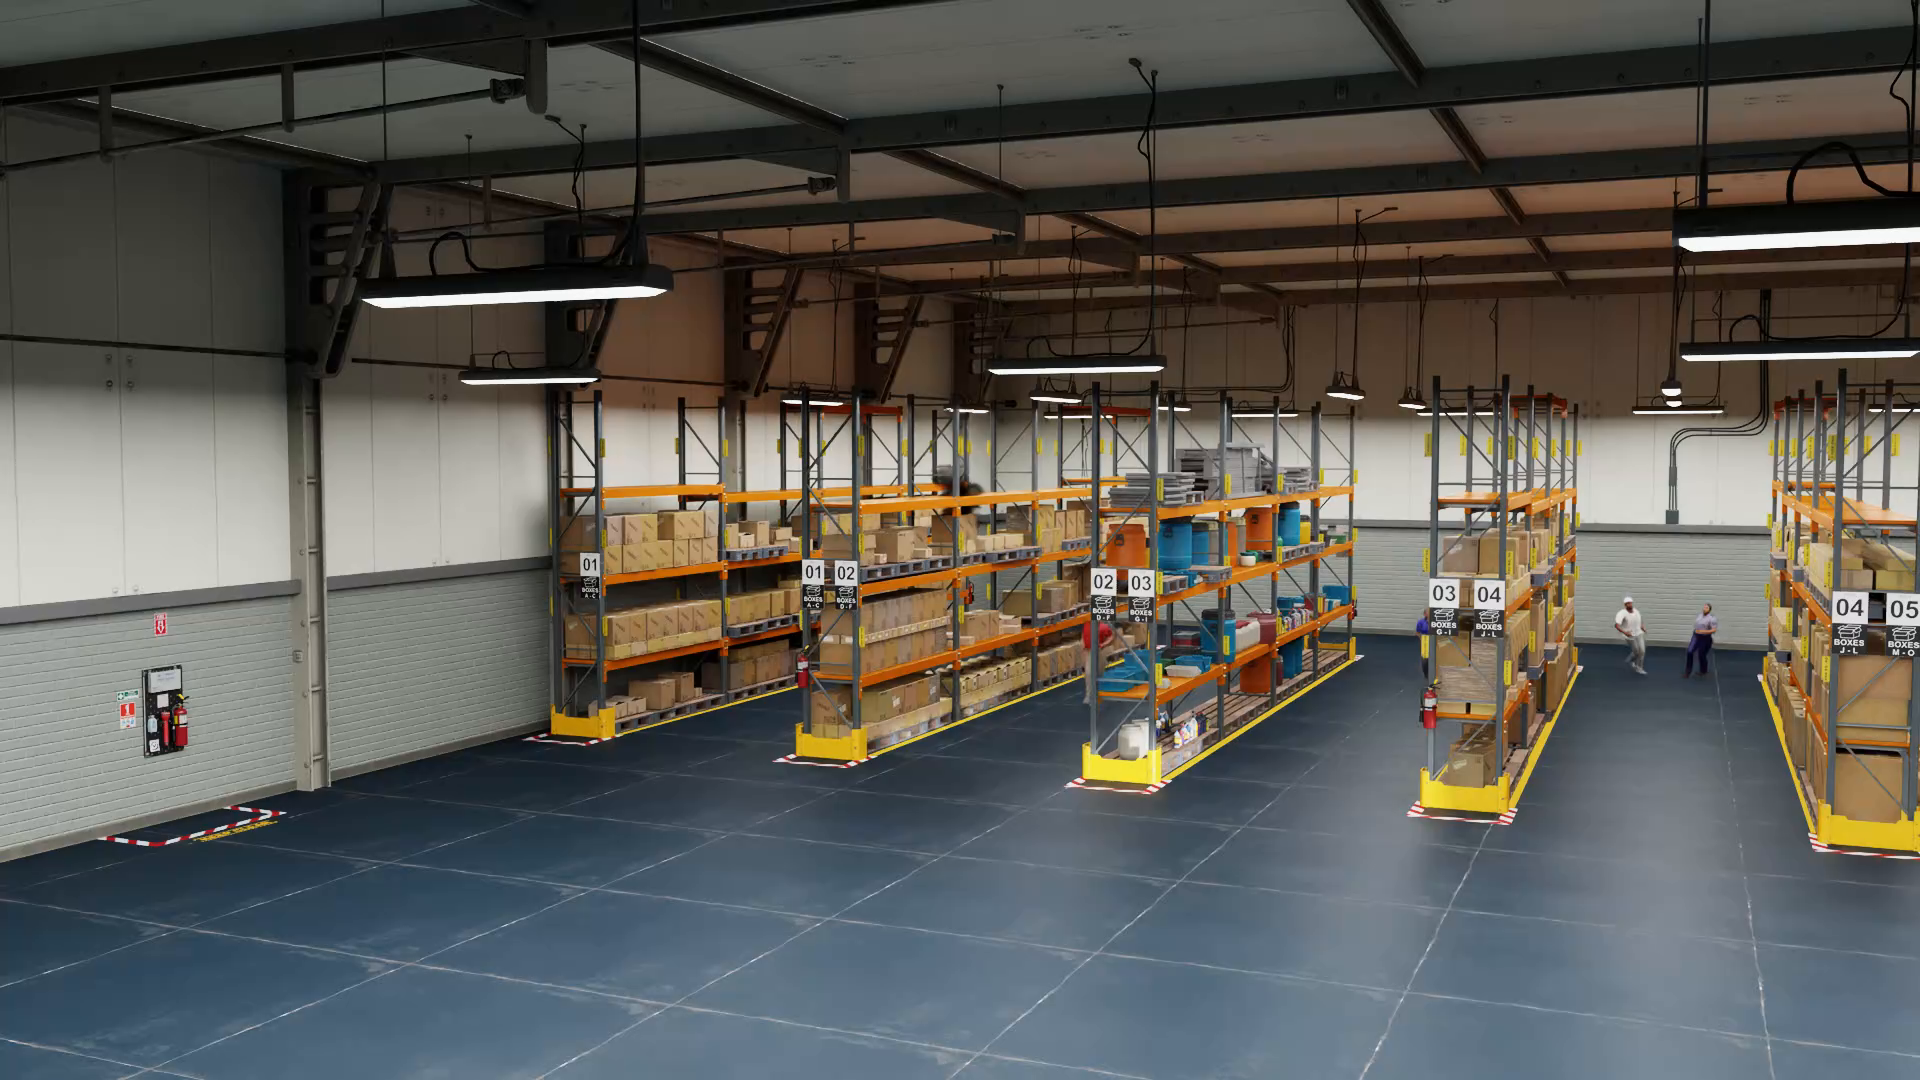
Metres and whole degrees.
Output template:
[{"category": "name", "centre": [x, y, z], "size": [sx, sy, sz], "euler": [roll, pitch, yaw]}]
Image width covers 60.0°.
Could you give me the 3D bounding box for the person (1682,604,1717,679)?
[{"category": "person", "centre": [16.125, 2.195, 36.095], "size": [0.750, 1.639, 0.599], "euler": [-2, 4, -38]}]

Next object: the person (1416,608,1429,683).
[{"category": "person", "centre": [9.951, 2.248, 35.279], "size": [0.554, 1.621, 0.608], "euler": [1, 3, 20]}]

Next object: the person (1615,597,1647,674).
[{"category": "person", "centre": [14.923, 2.117, 36.972], "size": [0.731, 1.709, 0.611], "euler": [-1, 3, -13]}]

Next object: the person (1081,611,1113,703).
[{"category": "person", "centre": [2.535, 2.183, 31.062], "size": [0.647, 1.785, 0.875], "euler": [1, 3, 24]}]
